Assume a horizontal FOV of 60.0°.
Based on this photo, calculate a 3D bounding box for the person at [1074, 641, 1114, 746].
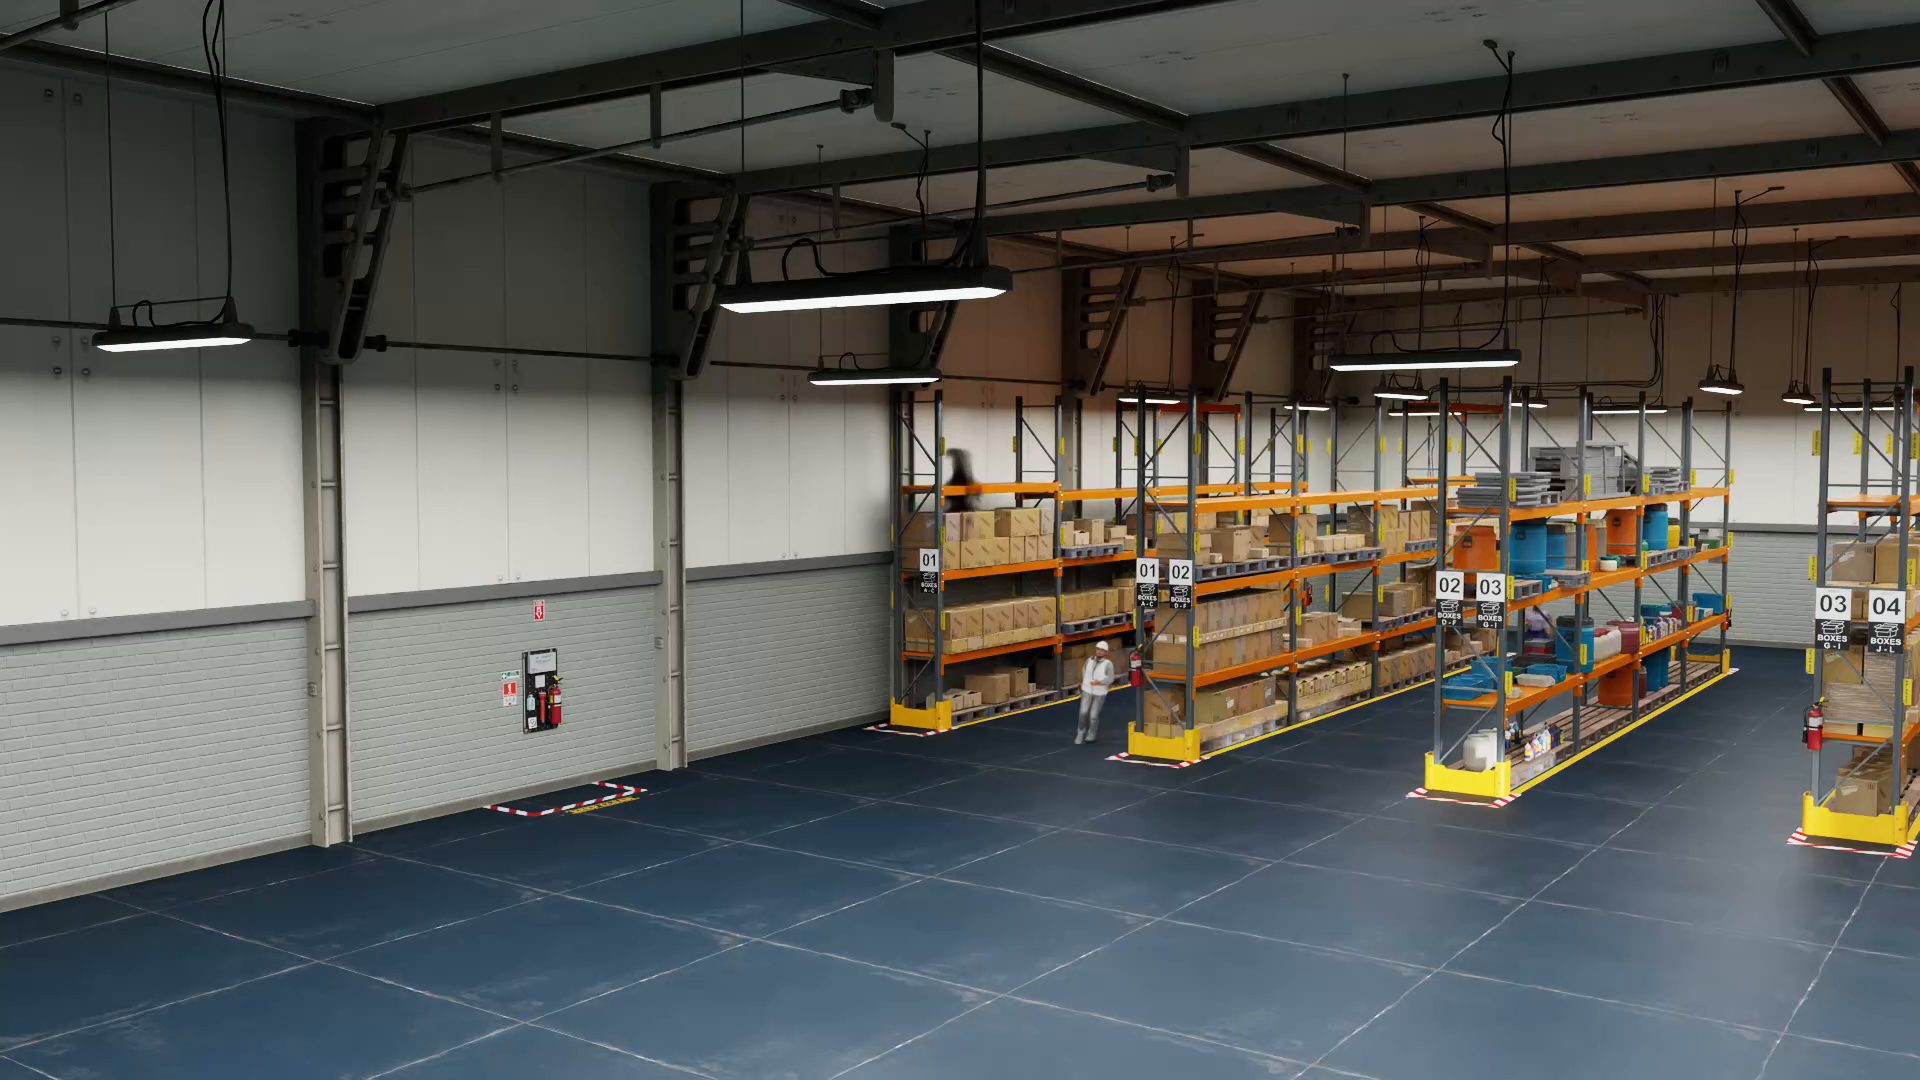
[{"bbox_3d":[2.274,2.565,27.921,0.661,1.759,0.685,1,3,16],"label":"person"}]

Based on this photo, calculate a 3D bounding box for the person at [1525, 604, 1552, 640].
[{"bbox_3d":[12.613,2.128,36.431,0.588,1.681,0.853,2,4,34],"label":"person"}]
